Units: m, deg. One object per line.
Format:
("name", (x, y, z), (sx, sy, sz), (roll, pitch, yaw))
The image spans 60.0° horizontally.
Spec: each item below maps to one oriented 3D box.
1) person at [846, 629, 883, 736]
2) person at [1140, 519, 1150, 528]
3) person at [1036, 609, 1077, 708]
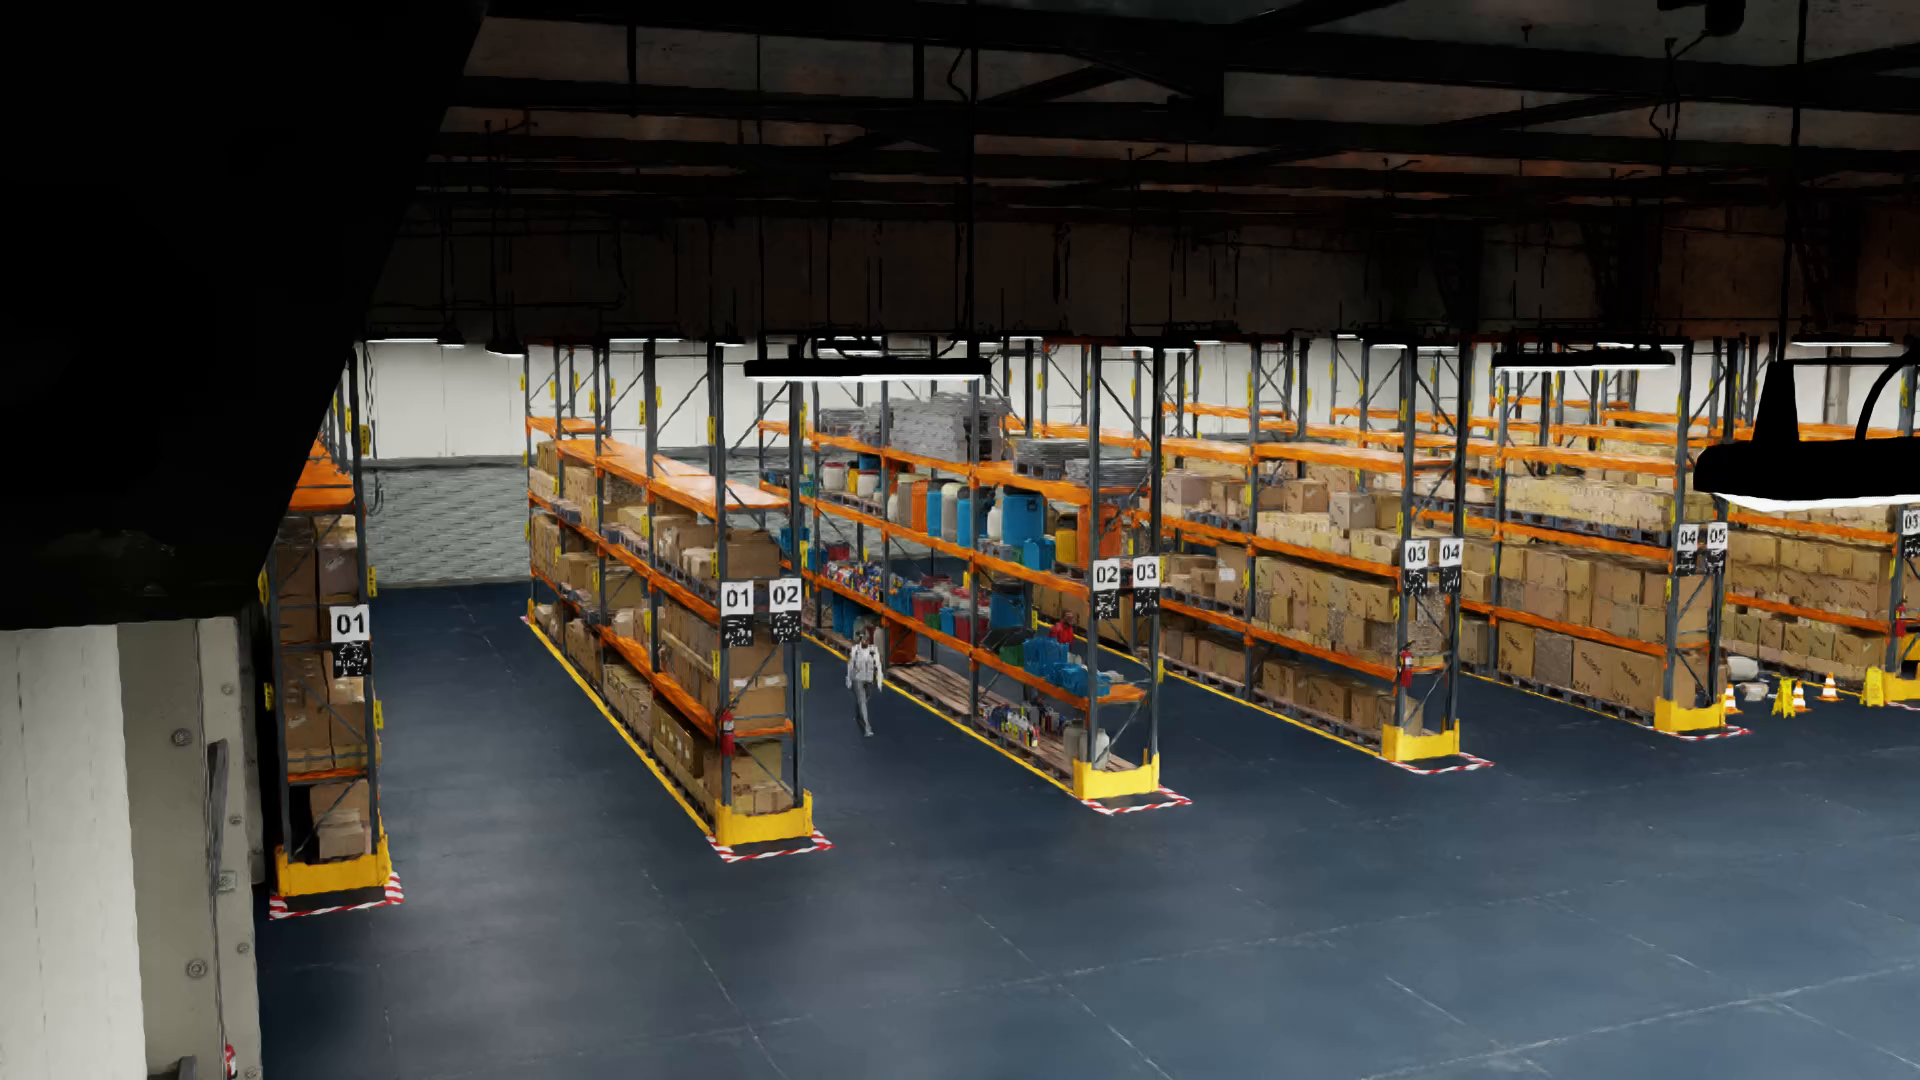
("person", (-1.450, 2.135, 25.510), (0.502, 1.625, 0.997), (-3, 8, -23))
("person", (4.760, -0.200, 43.019), (0.523, 1.623, 0.896), (1, 8, 6))
("person", (1.639, 1.926, 26.943), (0.699, 1.664, 0.814), (-7, 11, -44))
